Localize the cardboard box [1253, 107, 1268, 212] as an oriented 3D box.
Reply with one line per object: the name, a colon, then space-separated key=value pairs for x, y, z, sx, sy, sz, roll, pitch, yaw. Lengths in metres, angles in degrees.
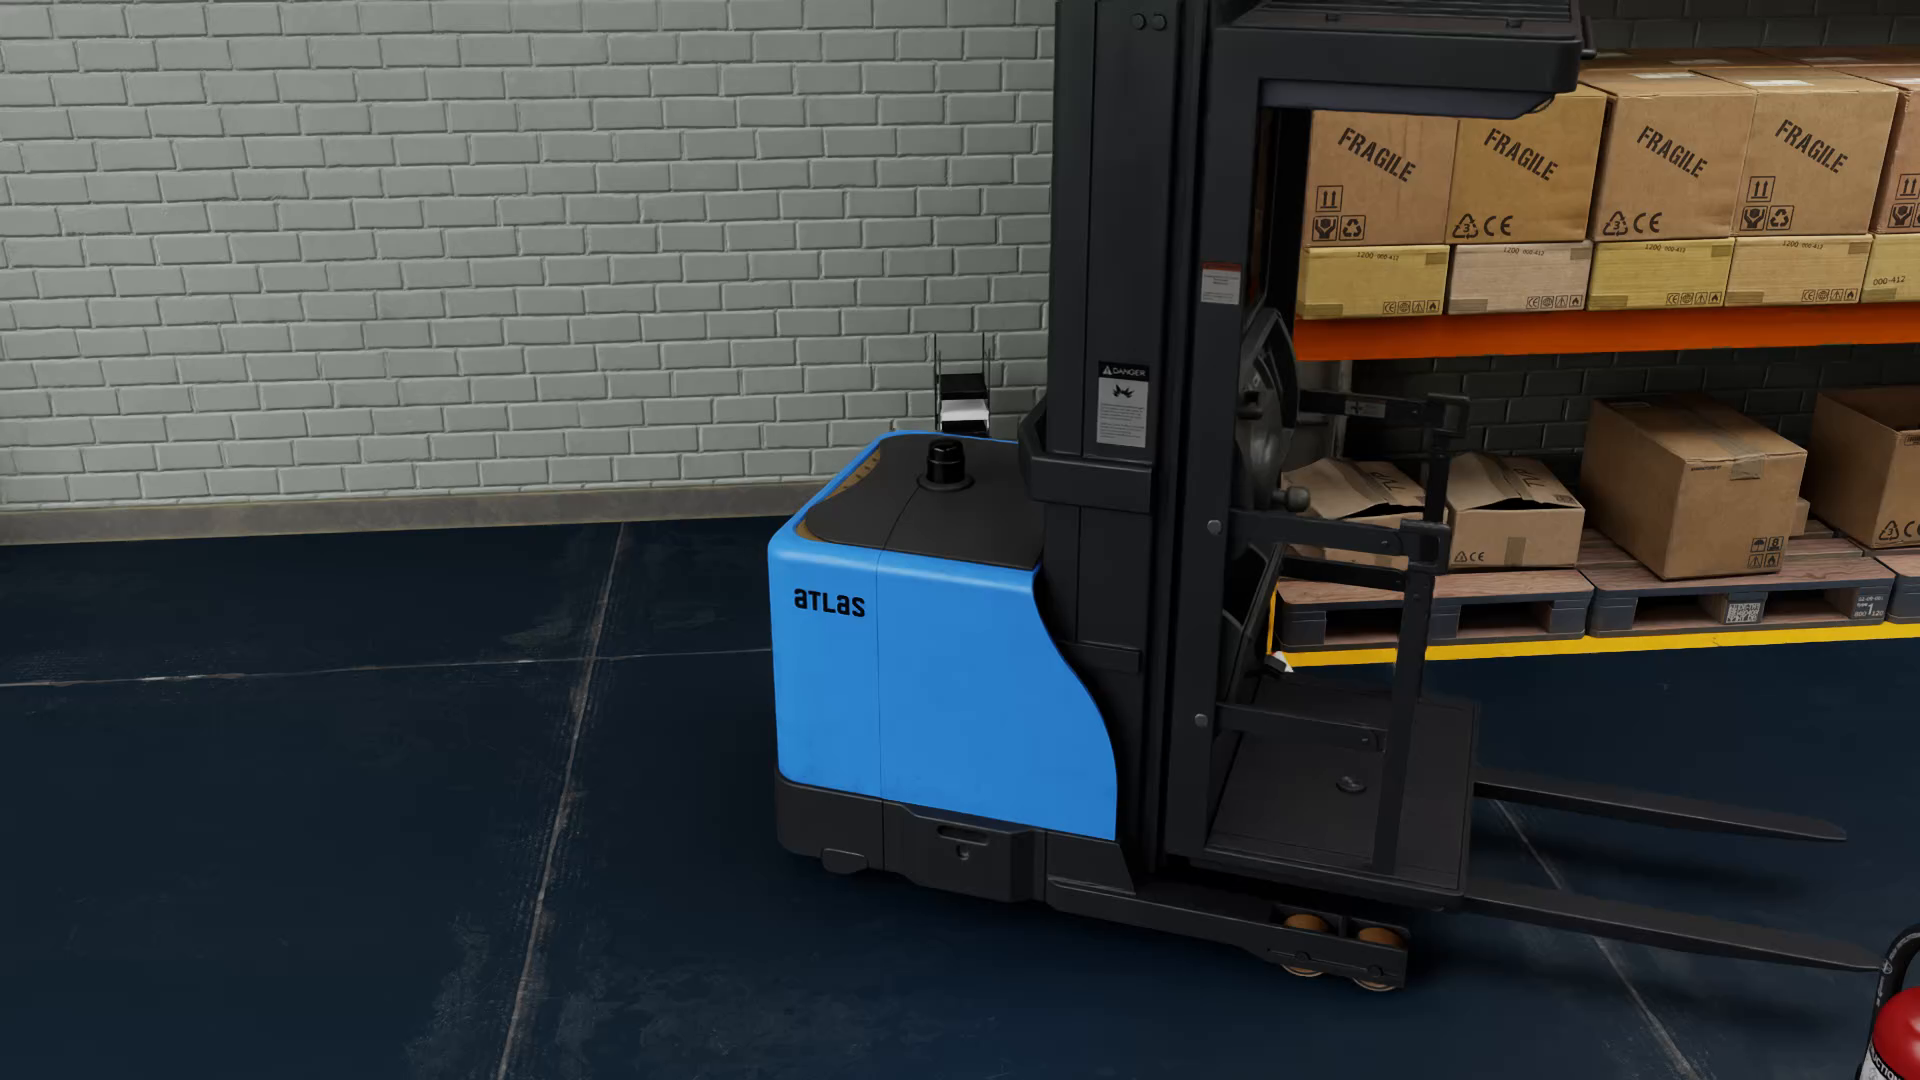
cardboard box: x=1.327 y=-1.535 z=6.247 sx=0.500 sy=0.500 sz=0.500 roll=-3 pitch=24 yaw=-6

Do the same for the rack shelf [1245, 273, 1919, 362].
rack shelf: x=2.869 y=-0.898 z=6.463 sx=4.000 sy=0.370 sz=1.077 roll=-2 pitch=24 yaw=-5

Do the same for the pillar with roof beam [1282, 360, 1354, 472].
pillar with roof beam: x=1.913 y=-2.526 z=1.854 sx=0.400 sy=9.000 sz=9.100 roll=-2 pitch=24 yaw=-5

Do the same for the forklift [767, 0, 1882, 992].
forklift: x=1.020 y=-0.361 z=4.453 sx=3.031 sy=2.935 sz=1.130 roll=8 pitch=25 yaw=17

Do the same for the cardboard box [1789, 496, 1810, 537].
cardboard box: x=3.265 y=-0.149 z=6.861 sx=0.250 sy=0.149 sz=0.380 roll=-4 pitch=24 yaw=-9

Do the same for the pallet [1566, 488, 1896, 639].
pallet: x=2.977 y=0.059 z=6.858 sx=1.213 sy=0.211 sz=1.003 roll=-2 pitch=24 yaw=-5

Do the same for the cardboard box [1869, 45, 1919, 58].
cardboard box: x=3.856 y=-1.636 z=6.475 sx=0.500 sy=0.500 sz=0.500 roll=-2 pitch=24 yaw=-5

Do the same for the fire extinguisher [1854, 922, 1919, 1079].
fire extinguisher: x=1.206 y=0.707 z=2.060 sx=0.183 sy=0.674 sz=0.296 roll=-2 pitch=24 yaw=-5

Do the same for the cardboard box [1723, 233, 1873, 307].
cardboard box: x=2.921 y=-1.042 z=6.062 sx=0.500 sy=0.250 sz=0.500 roll=-2 pitch=24 yaw=-5

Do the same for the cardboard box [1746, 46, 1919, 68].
cardboard box: x=3.359 y=-1.619 z=6.436 sx=0.500 sy=0.500 sz=0.500 roll=-2 pitch=24 yaw=-4

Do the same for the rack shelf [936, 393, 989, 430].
rack shelf: x=0.008 y=-0.546 z=7.008 sx=0.200 sy=0.077 sz=0.258 roll=-2 pitch=24 yaw=-5

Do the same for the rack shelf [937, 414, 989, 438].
rack shelf: x=0.008 y=-0.463 z=7.045 sx=0.200 sy=0.077 sz=0.258 roll=-2 pitch=24 yaw=-5

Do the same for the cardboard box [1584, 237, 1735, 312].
cardboard box: x=2.418 y=-1.023 z=6.019 sx=0.500 sy=0.250 sz=0.500 roll=-3 pitch=24 yaw=-6

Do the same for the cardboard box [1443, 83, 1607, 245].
cardboard box: x=1.876 y=-1.344 z=5.816 sx=0.500 sy=0.500 sz=0.500 roll=-2 pitch=24 yaw=-5

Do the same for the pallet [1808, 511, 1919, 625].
pallet: x=4.194 y=0.009 z=6.971 sx=1.213 sy=0.211 sz=1.003 roll=-2 pitch=24 yaw=-5

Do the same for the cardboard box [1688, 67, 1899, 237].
cardboard box: x=2.903 y=-1.387 z=5.914 sx=0.500 sy=0.500 sz=0.500 roll=-2 pitch=24 yaw=-3

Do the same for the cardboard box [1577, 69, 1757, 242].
cardboard box: x=2.391 y=-1.362 z=5.857 sx=0.500 sy=0.500 sz=0.500 roll=-3 pitch=24 yaw=-7

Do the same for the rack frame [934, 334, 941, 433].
rack frame: x=-0.093 y=-0.407 z=7.059 sx=0.006 sy=0.900 sz=0.240 roll=-2 pitch=24 yaw=-5

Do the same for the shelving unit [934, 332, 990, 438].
shelving unit: x=0.008 y=-0.412 z=7.068 sx=0.210 sy=0.900 sz=0.258 roll=-2 pitch=24 yaw=-5

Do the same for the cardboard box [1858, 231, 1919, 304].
cardboard box: x=3.422 y=-1.063 z=6.108 sx=0.500 sy=0.250 sz=0.500 roll=-2 pitch=24 yaw=-5

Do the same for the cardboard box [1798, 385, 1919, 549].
cardboard box: x=3.830 y=-0.308 z=6.785 sx=0.500 sy=0.500 sz=0.500 roll=-4 pitch=24 yaw=-9

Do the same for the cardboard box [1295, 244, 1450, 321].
cardboard box: x=1.395 y=-0.979 z=5.919 sx=0.500 sy=0.250 sz=0.500 roll=-3 pitch=24 yaw=-7

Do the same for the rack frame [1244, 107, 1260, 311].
rack frame: x=0.878 y=-1.147 z=6.137 sx=0.127 sy=3.000 sz=1.000 roll=-2 pitch=24 yaw=-5

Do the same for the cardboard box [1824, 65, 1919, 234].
cardboard box: x=3.421 y=-1.408 z=5.962 sx=0.500 sy=0.500 sz=0.500 roll=-3 pitch=24 yaw=-7

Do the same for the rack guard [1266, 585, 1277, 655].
rack guard: x=0.954 y=-0.008 z=6.652 sx=0.348 sy=0.500 sz=1.175 roll=-2 pitch=24 yaw=-5

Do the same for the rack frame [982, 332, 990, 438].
rack frame: x=0.109 y=-0.416 z=7.077 sx=0.006 sy=0.900 sz=0.240 roll=-2 pitch=24 yaw=-5

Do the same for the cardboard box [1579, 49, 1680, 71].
cardboard box: x=2.343 y=-1.573 z=6.334 sx=0.500 sy=0.500 sz=0.500 roll=-3 pitch=24 yaw=-7

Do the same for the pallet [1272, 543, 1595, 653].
pallet: x=1.766 y=0.106 z=6.751 sx=1.213 sy=0.211 sz=1.003 roll=-2 pitch=24 yaw=-5

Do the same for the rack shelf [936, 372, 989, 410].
rack shelf: x=0.008 y=-0.628 z=6.972 sx=0.200 sy=0.077 sz=0.258 roll=-2 pitch=24 yaw=-5

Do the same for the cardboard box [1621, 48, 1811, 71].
cardboard box: x=2.844 y=-1.594 z=6.379 sx=0.500 sy=0.500 sz=0.500 roll=-2 pitch=24 yaw=-4

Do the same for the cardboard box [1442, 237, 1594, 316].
cardboard box: x=1.911 y=-1.005 z=5.979 sx=0.500 sy=0.250 sz=0.500 roll=-3 pitch=24 yaw=-7

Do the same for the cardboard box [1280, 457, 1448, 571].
cardboard box: x=1.576 y=-0.111 z=6.574 sx=0.500 sy=0.311 sz=0.500 roll=-5 pitch=24 yaw=-11

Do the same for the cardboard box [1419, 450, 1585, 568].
cardboard box: x=2.143 y=-0.133 z=6.626 sx=0.500 sy=0.311 sz=0.500 roll=0 pitch=24 yaw=-1

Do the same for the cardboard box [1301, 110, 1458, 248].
cardboard box: x=1.383 y=-1.328 z=5.781 sx=0.500 sy=0.500 sz=0.500 roll=-2 pitch=24 yaw=-5

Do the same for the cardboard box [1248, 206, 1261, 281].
cardboard box: x=1.325 y=-1.185 z=6.382 sx=0.500 sy=0.250 sz=0.500 roll=-2 pitch=24 yaw=-4

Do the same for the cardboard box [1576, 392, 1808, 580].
cardboard box: x=2.878 y=-0.229 z=6.608 sx=0.500 sy=0.500 sz=0.700 roll=-4 pitch=24 yaw=-8
